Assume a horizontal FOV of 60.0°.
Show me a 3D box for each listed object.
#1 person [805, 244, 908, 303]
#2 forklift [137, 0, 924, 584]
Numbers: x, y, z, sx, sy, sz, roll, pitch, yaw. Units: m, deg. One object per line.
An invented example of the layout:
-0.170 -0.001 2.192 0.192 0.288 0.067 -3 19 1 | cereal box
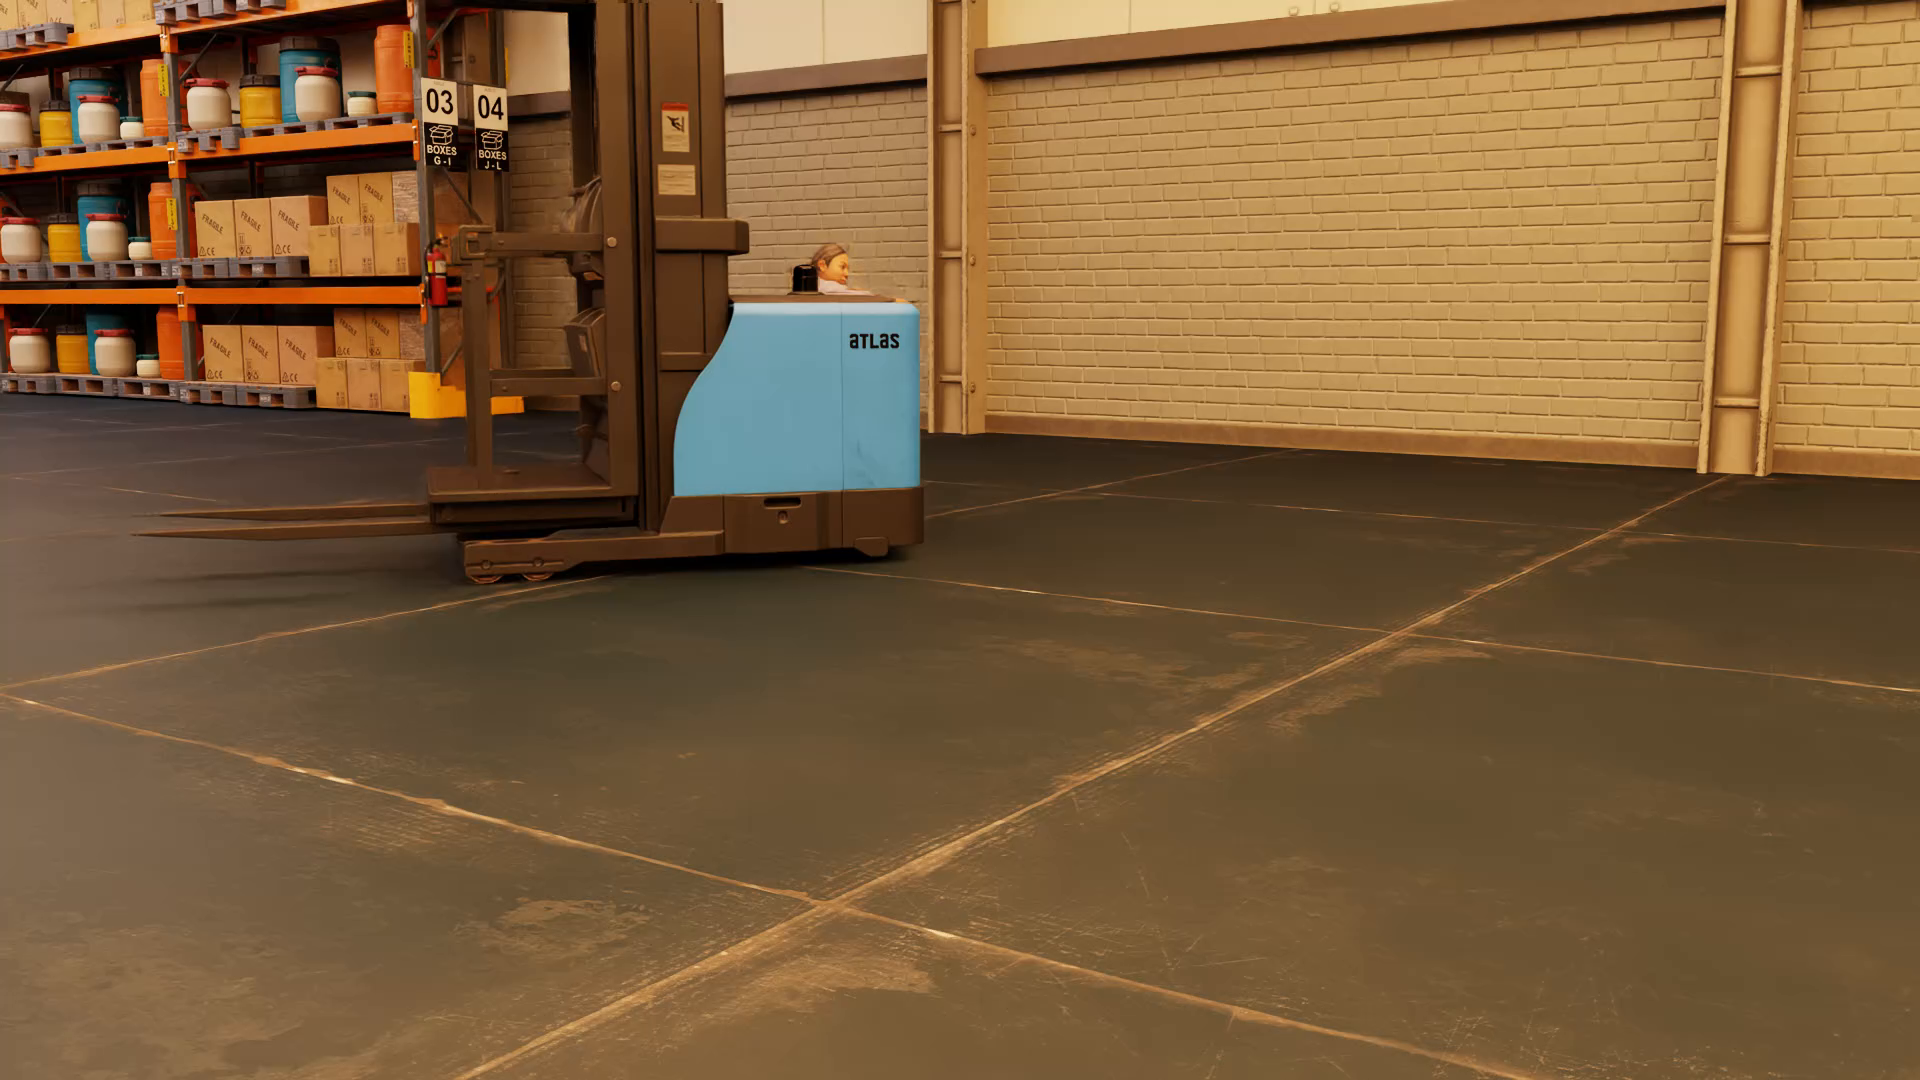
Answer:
-0.590 -0.820 8.543 0.730 1.386 0.922 4 9 27 | person
-1.728 -1.365 6.790 3.031 2.935 1.130 -3 9 -18 | forklift
